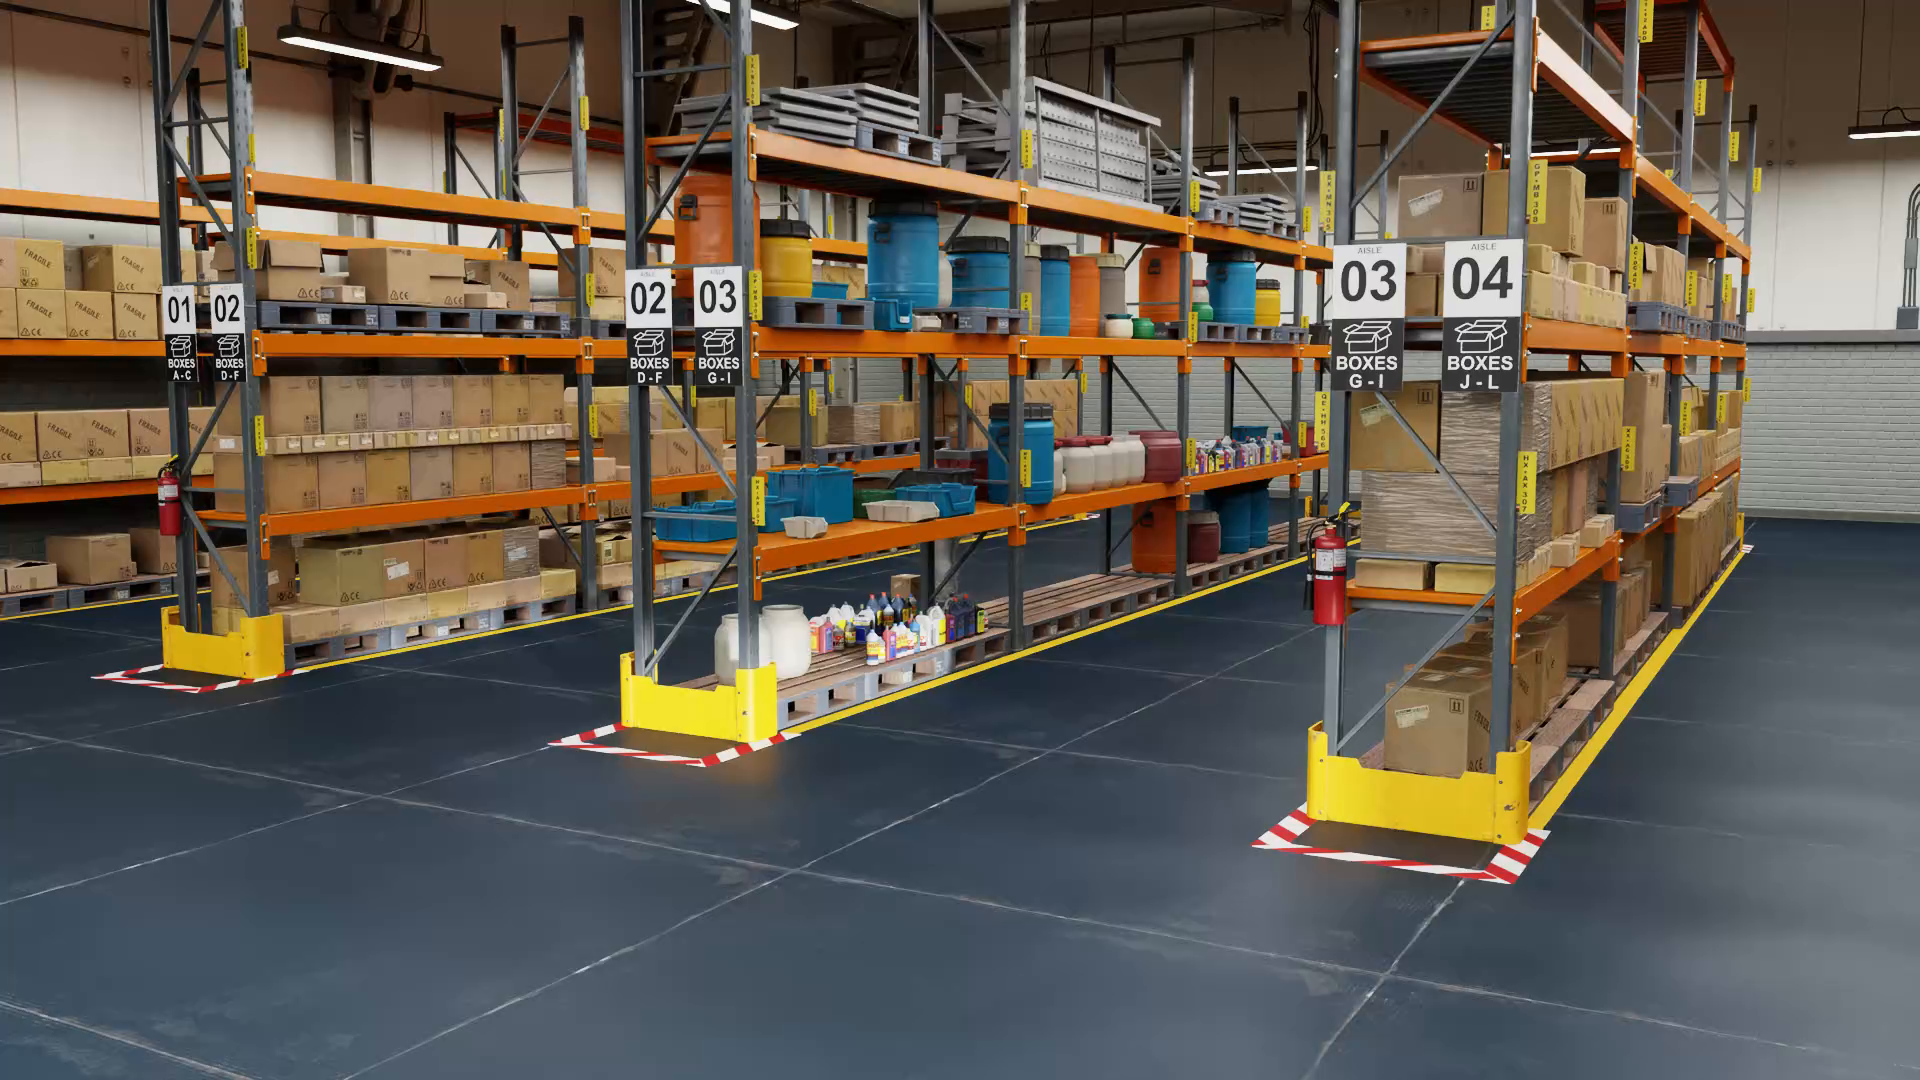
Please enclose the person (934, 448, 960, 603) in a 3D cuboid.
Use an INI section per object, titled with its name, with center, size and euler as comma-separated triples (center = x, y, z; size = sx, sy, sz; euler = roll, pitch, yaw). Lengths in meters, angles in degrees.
[person]
center = -0.220, -0.160, 17.913
size = 0.513, 1.672, 0.481
euler = 3, 7, 28
